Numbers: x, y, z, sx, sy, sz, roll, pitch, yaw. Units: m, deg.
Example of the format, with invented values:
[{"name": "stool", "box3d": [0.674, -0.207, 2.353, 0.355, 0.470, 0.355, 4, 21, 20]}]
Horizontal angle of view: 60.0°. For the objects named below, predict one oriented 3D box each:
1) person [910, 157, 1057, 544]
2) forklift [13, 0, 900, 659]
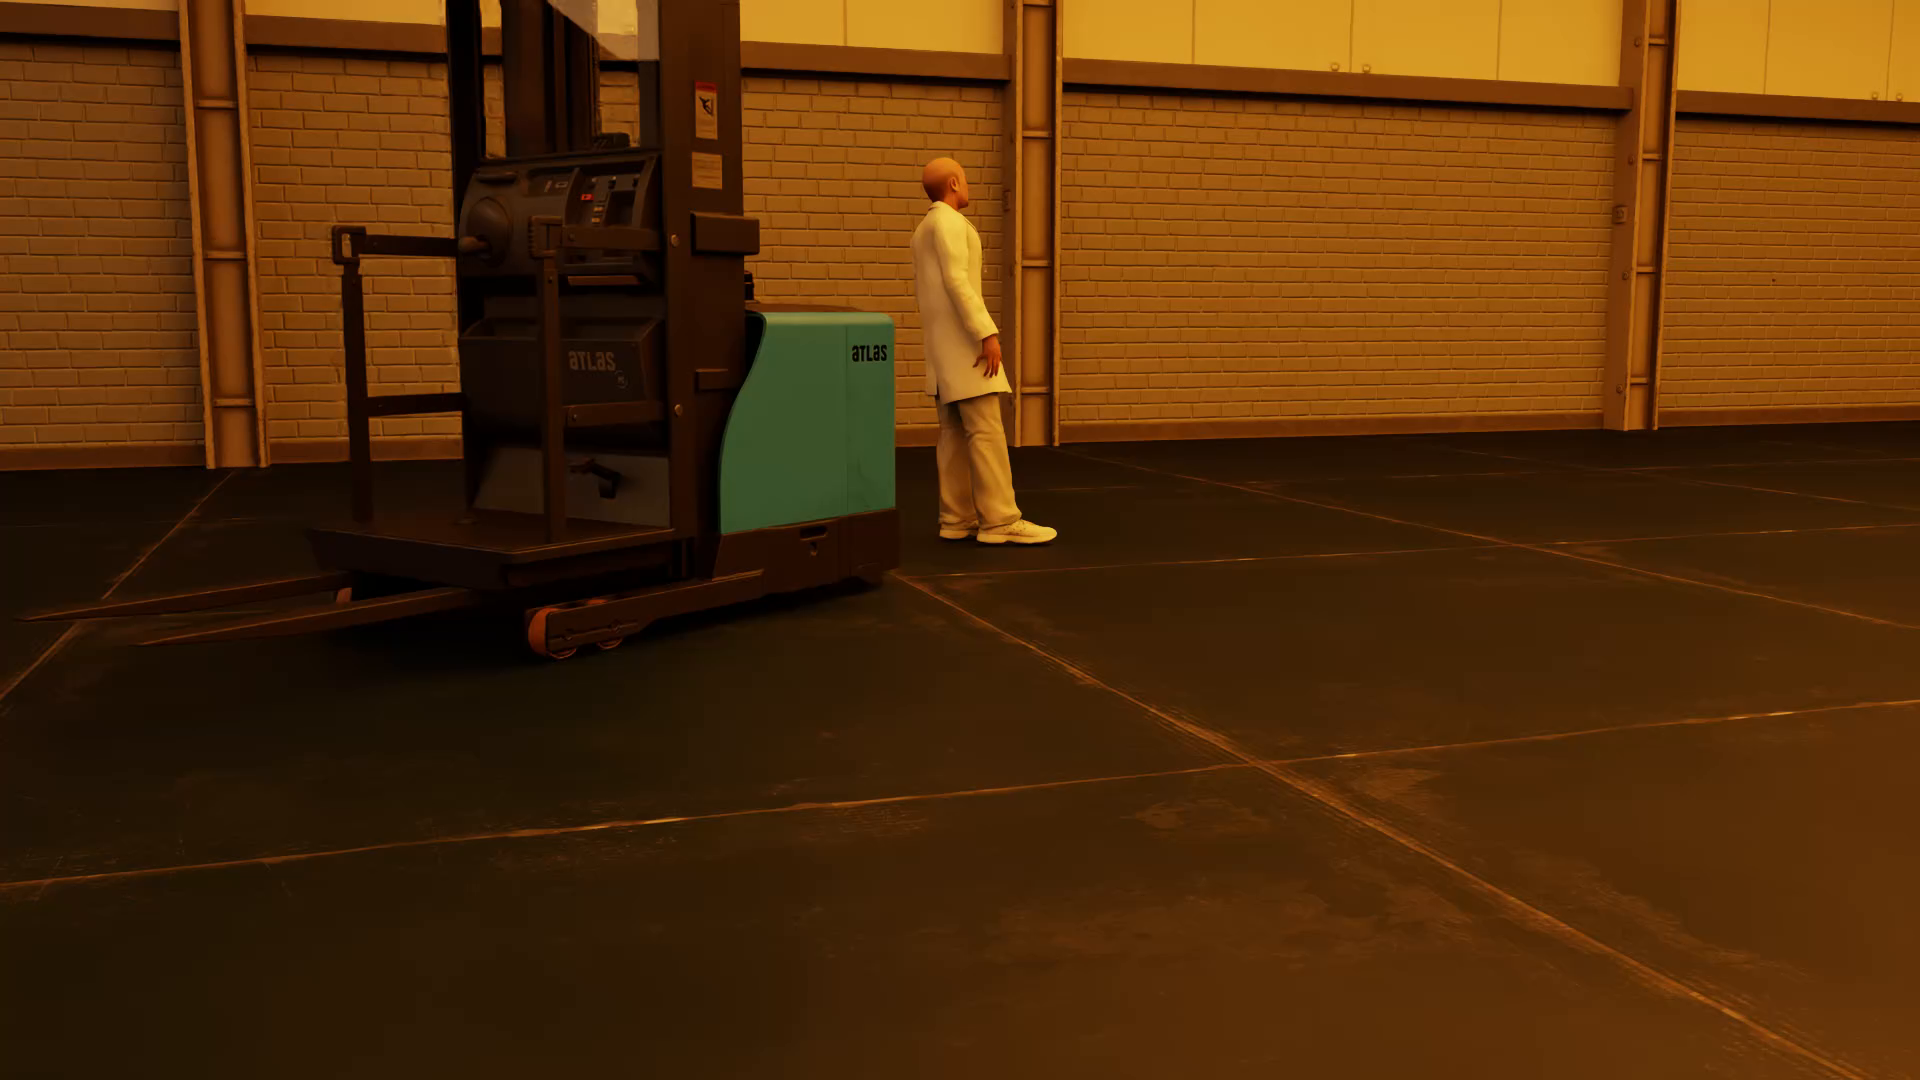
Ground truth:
[{"name": "person", "box3d": [0.087, -0.891, 7.828, 0.580, 1.776, 0.698, -3, 8, -18]}, {"name": "forklift", "box3d": [-1.506, -1.153, 5.524, 1.130, 2.935, 3.031, 6, 9, 35]}]
